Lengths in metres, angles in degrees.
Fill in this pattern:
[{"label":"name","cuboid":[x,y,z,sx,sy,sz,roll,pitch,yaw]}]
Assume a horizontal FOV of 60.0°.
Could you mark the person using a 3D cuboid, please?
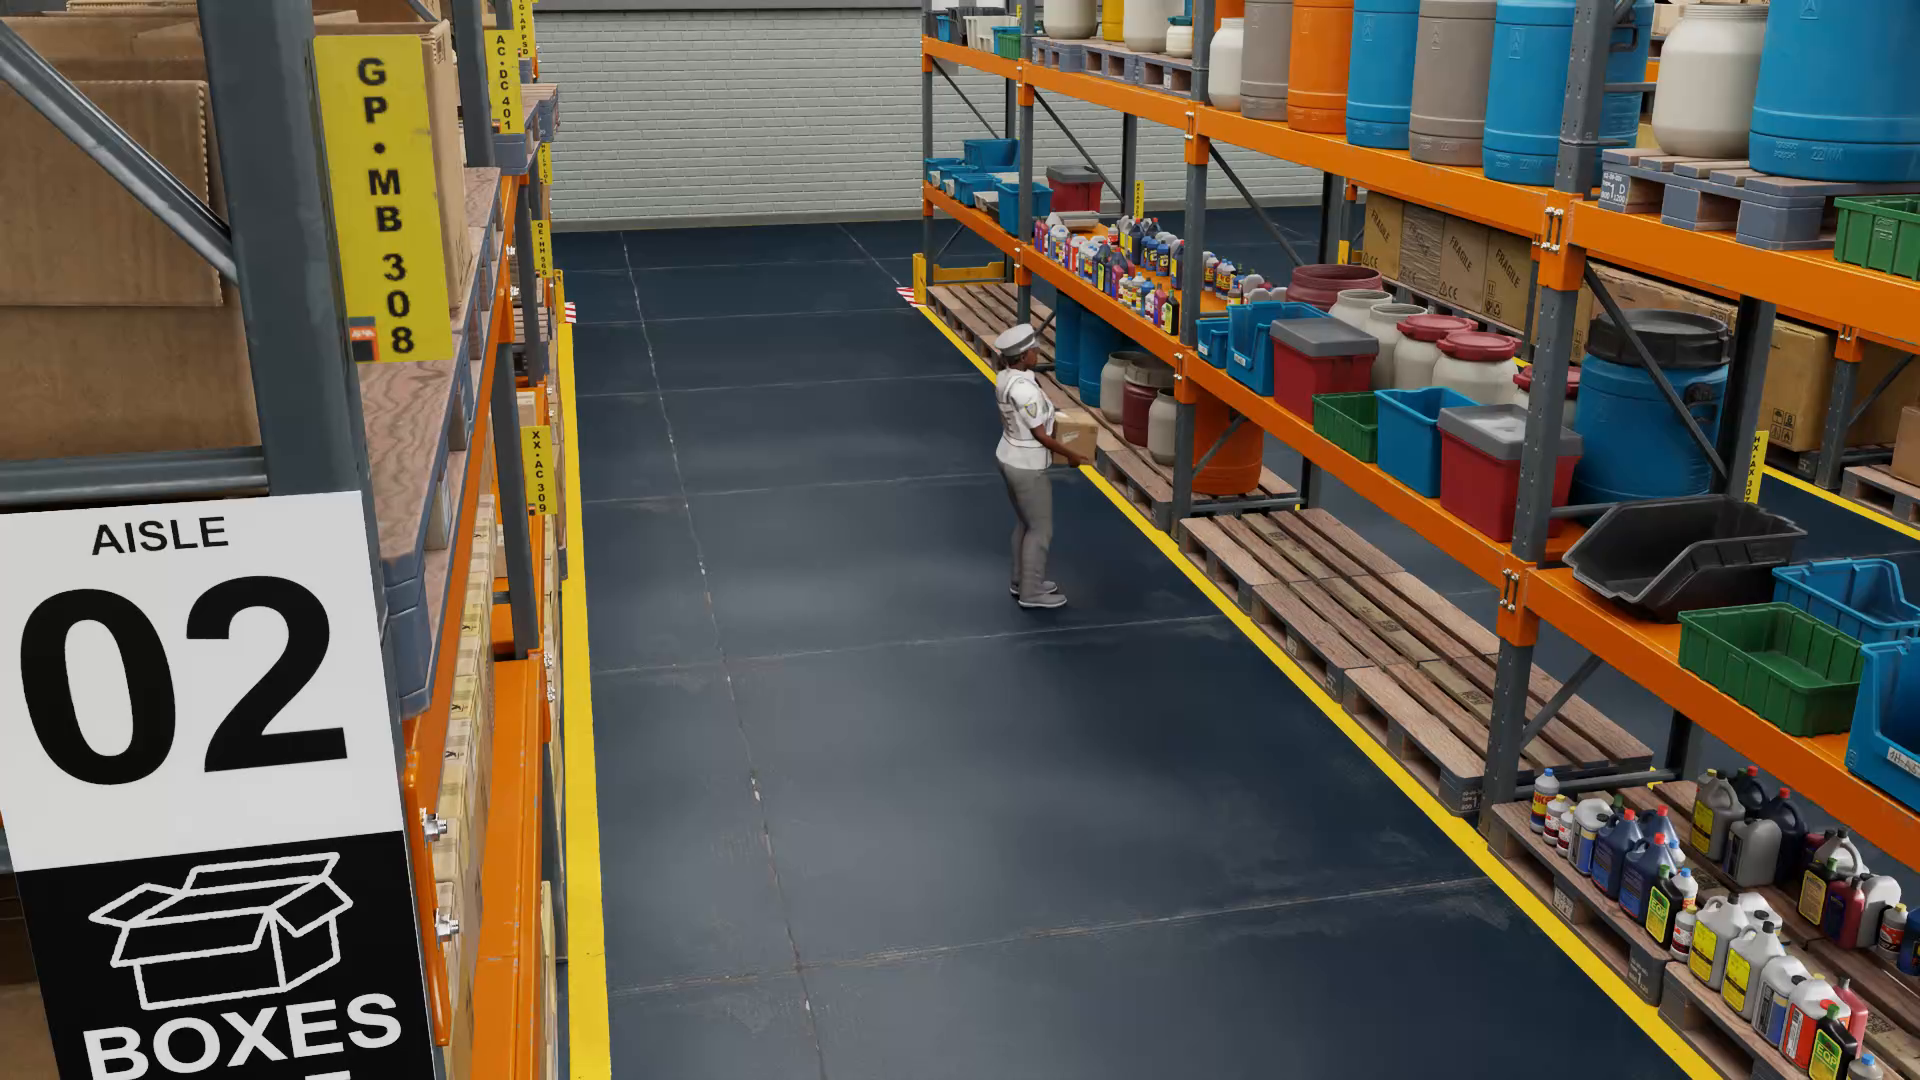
[{"label":"person","cuboid":[0.461,-0.437,9.755,0.533,1.688,0.450,-4,20,-11]}]
